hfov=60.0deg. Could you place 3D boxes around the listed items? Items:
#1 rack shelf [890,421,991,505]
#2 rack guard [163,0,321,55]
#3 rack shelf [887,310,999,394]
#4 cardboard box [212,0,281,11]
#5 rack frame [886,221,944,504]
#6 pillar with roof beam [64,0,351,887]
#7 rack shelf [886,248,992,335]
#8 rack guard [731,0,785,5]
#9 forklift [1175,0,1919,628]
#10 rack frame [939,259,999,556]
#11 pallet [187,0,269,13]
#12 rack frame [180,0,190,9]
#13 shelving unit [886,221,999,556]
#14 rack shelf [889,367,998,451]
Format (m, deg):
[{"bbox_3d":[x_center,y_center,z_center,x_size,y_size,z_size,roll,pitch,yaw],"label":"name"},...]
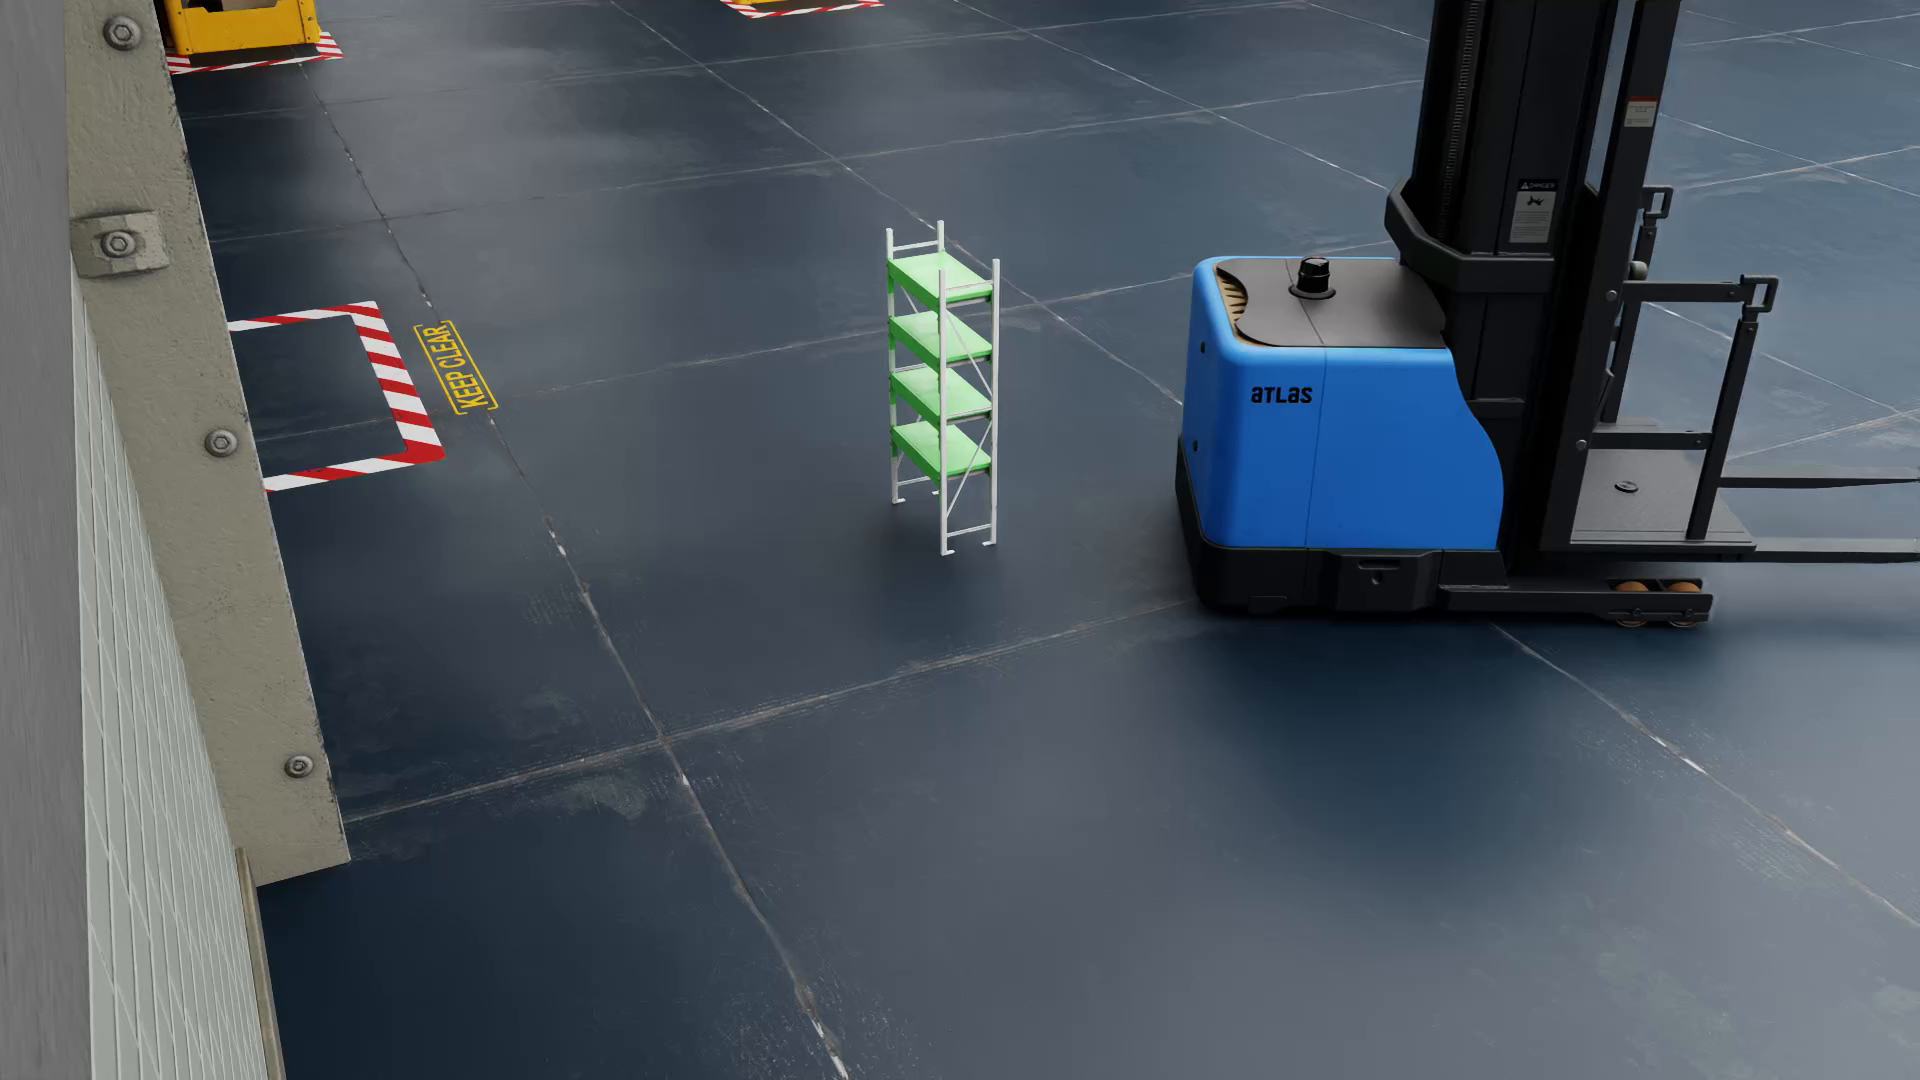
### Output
[{"bbox_3d":[-0.071,-0.331,6.736,0.258,0.148,0.480,-13,32,-22],"label":"rack shelf"},{"bbox_3d":[-6.167,-4.511,14.283,1.175,0.500,0.348,-13,32,-22],"label":"rack guard"},{"bbox_3d":[-0.071,-0.750,6.501,0.258,0.148,0.480,-13,32,-22],"label":"rack shelf"},{"bbox_3d":[-6.350,-4.911,14.741,0.500,0.311,0.500,-17,33,-28],"label":"cardboard box"},{"bbox_3d":[-0.176,-0.704,6.779,0.240,1.200,0.015,-13,32,-22],"label":"rack frame"},{"bbox_3d":[1.824,-3.915,4.531,9.100,9.000,0.400,-13,32,-22],"label":"pillar with roof beam"},{"bbox_3d":[-0.071,-0.959,6.383,0.258,0.148,0.480,-13,32,-22],"label":"rack shelf"},{"bbox_3d":[-1.651,-5.509,16.062,1.175,0.500,0.348,-13,32,-22],"label":"rack guard"},{"bbox_3d":[2.411,-1.217,5.924,3.031,2.935,1.130,1,29,1],"label":"forklift"},{"bbox_3d":[0.034,-0.489,6.395,0.240,1.200,0.015,-13,32,-22],"label":"rack frame"},{"bbox_3d":[-6.483,-4.751,15.007,1.003,0.211,1.213,-13,32,-22],"label":"pallet"},{"bbox_3d":[-6.134,-5.568,13.612,1.000,3.000,0.127,-13,32,-22],"label":"rack frame"},{"bbox_3d":[-0.071,-0.596,6.587,0.258,1.200,0.503,-13,32,-22],"label":"shelving unit"},{"bbox_3d":[-0.071,-0.541,6.618,0.258,0.148,0.480,-13,32,-22],"label":"rack shelf"}]
